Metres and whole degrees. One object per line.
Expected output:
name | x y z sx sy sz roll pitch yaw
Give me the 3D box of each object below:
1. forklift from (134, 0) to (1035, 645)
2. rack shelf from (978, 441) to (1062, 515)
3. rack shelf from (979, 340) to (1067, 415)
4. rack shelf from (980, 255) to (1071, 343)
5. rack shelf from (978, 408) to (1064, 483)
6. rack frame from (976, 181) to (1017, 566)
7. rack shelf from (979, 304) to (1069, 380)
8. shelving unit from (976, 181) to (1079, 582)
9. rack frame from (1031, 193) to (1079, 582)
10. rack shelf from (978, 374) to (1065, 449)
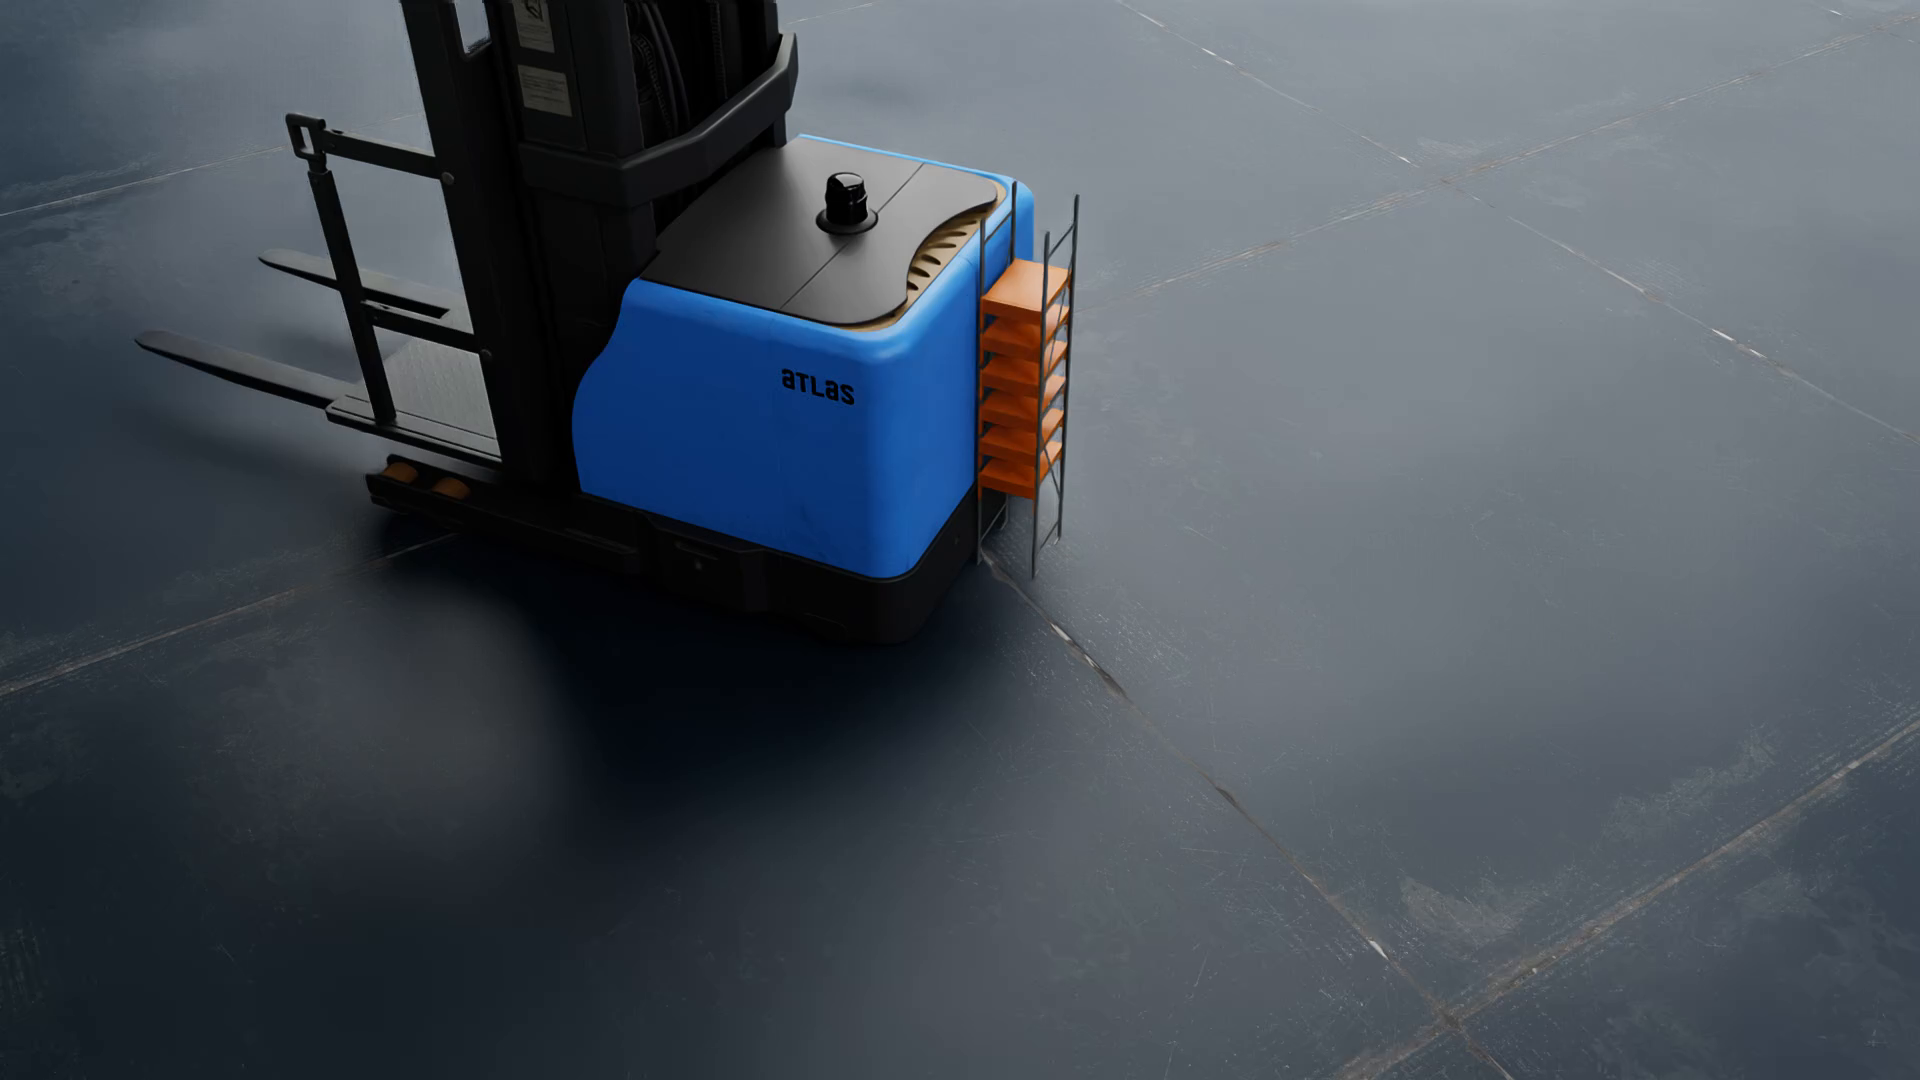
forklift | -1.331 -1.448 4.698 3.031 2.935 1.130 16 42 18
rack shelf | 0.186 -0.209 5.007 0.180 0.103 0.258 16 42 18
rack shelf | 0.187 -0.487 4.778 0.180 0.103 0.258 16 42 18
rack shelf | 0.188 -0.672 4.625 0.180 0.103 0.258 16 42 18
rack shelf | 0.186 -0.302 4.930 0.180 0.103 0.258 16 42 18
rack frame | 0.103 -0.452 4.854 0.006 1.200 0.240 16 42 18
rack shelf | 0.187 -0.580 4.701 0.180 0.103 0.258 16 42 18
shelving unit | 0.187 -0.429 4.826 0.189 1.200 0.258 16 42 18
rack frame | 0.271 -0.405 4.797 0.006 1.200 0.240 16 42 18
rack shelf | 0.187 -0.394 4.854 0.180 0.103 0.258 16 42 18
